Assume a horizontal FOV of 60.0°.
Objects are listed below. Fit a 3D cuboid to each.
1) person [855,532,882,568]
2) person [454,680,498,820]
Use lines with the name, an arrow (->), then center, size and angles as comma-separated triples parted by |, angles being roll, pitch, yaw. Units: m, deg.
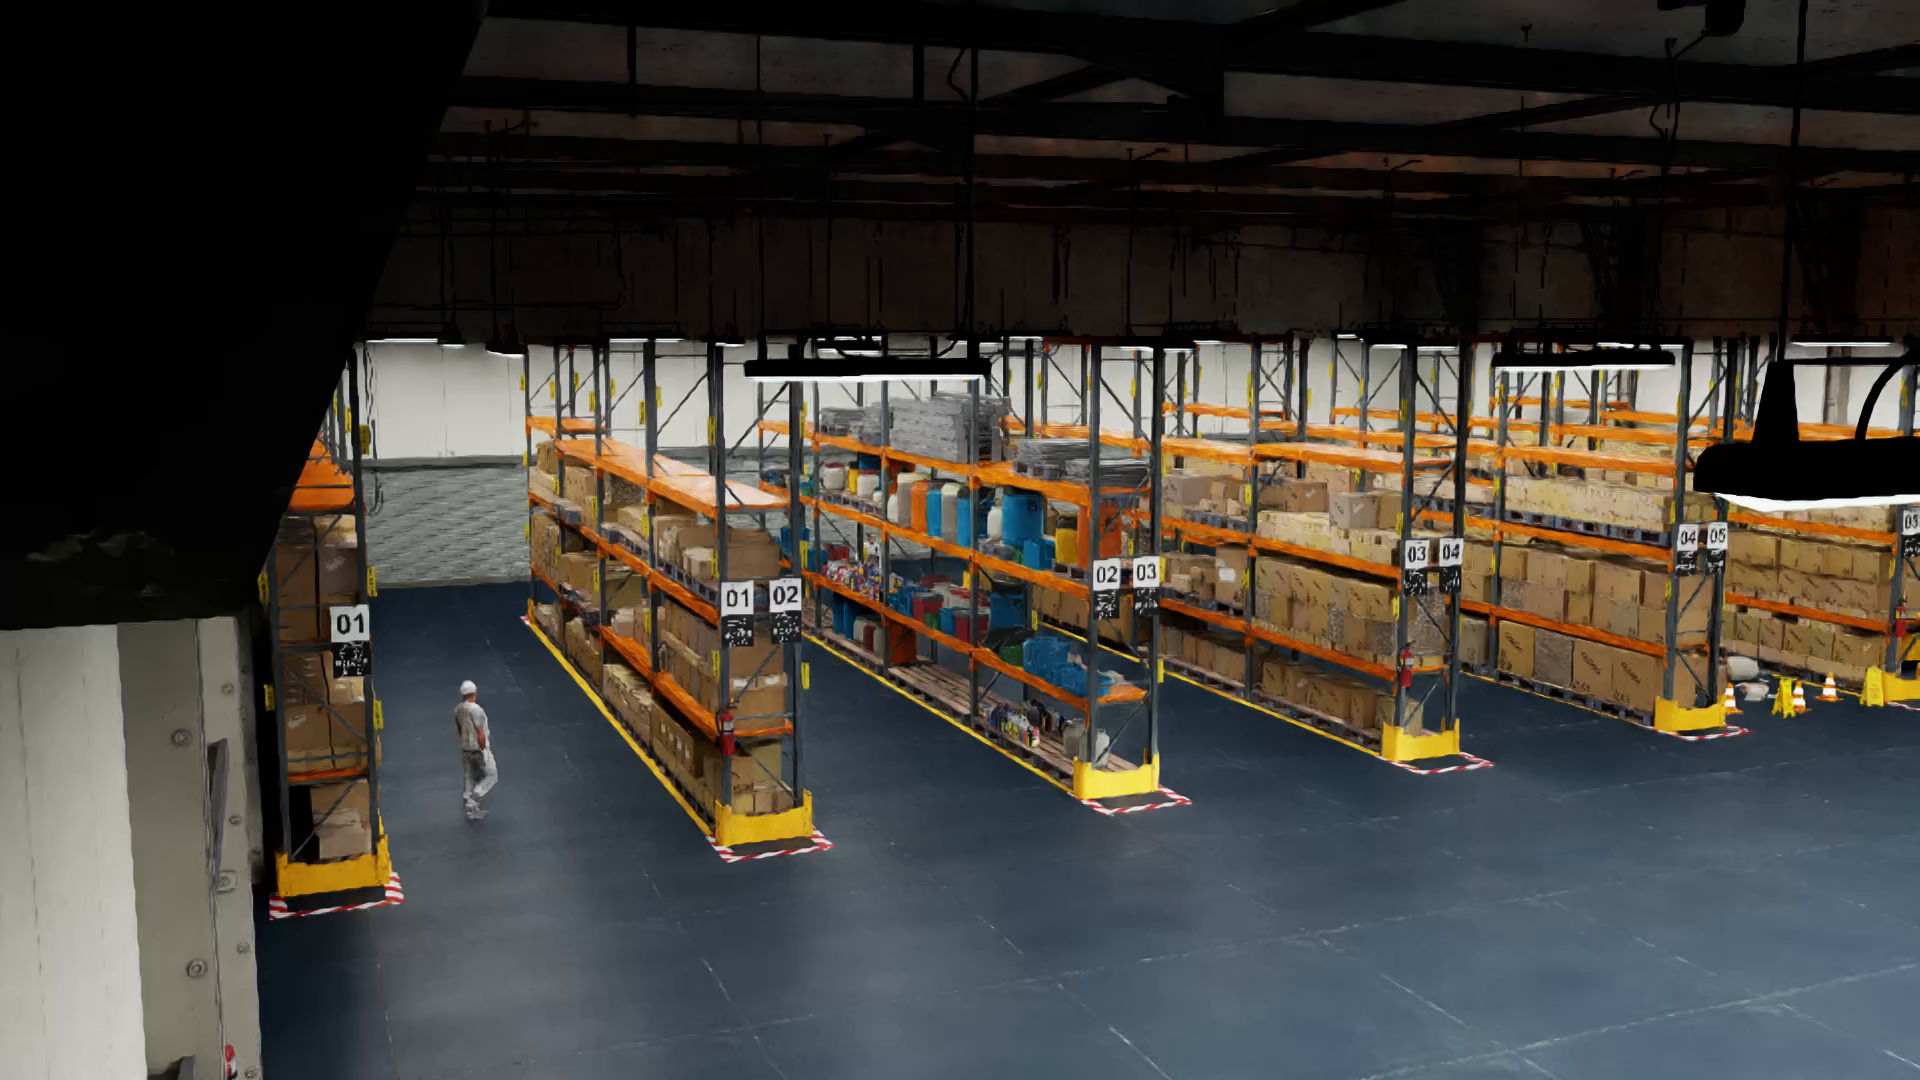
person -> -2.034, 0.596, 37.141 | 0.639, 1.632, 0.512 | -3, 8, -25
person -> -6.154, 2.659, 21.012 | 0.594, 1.786, 0.443 | 6, 10, 40
